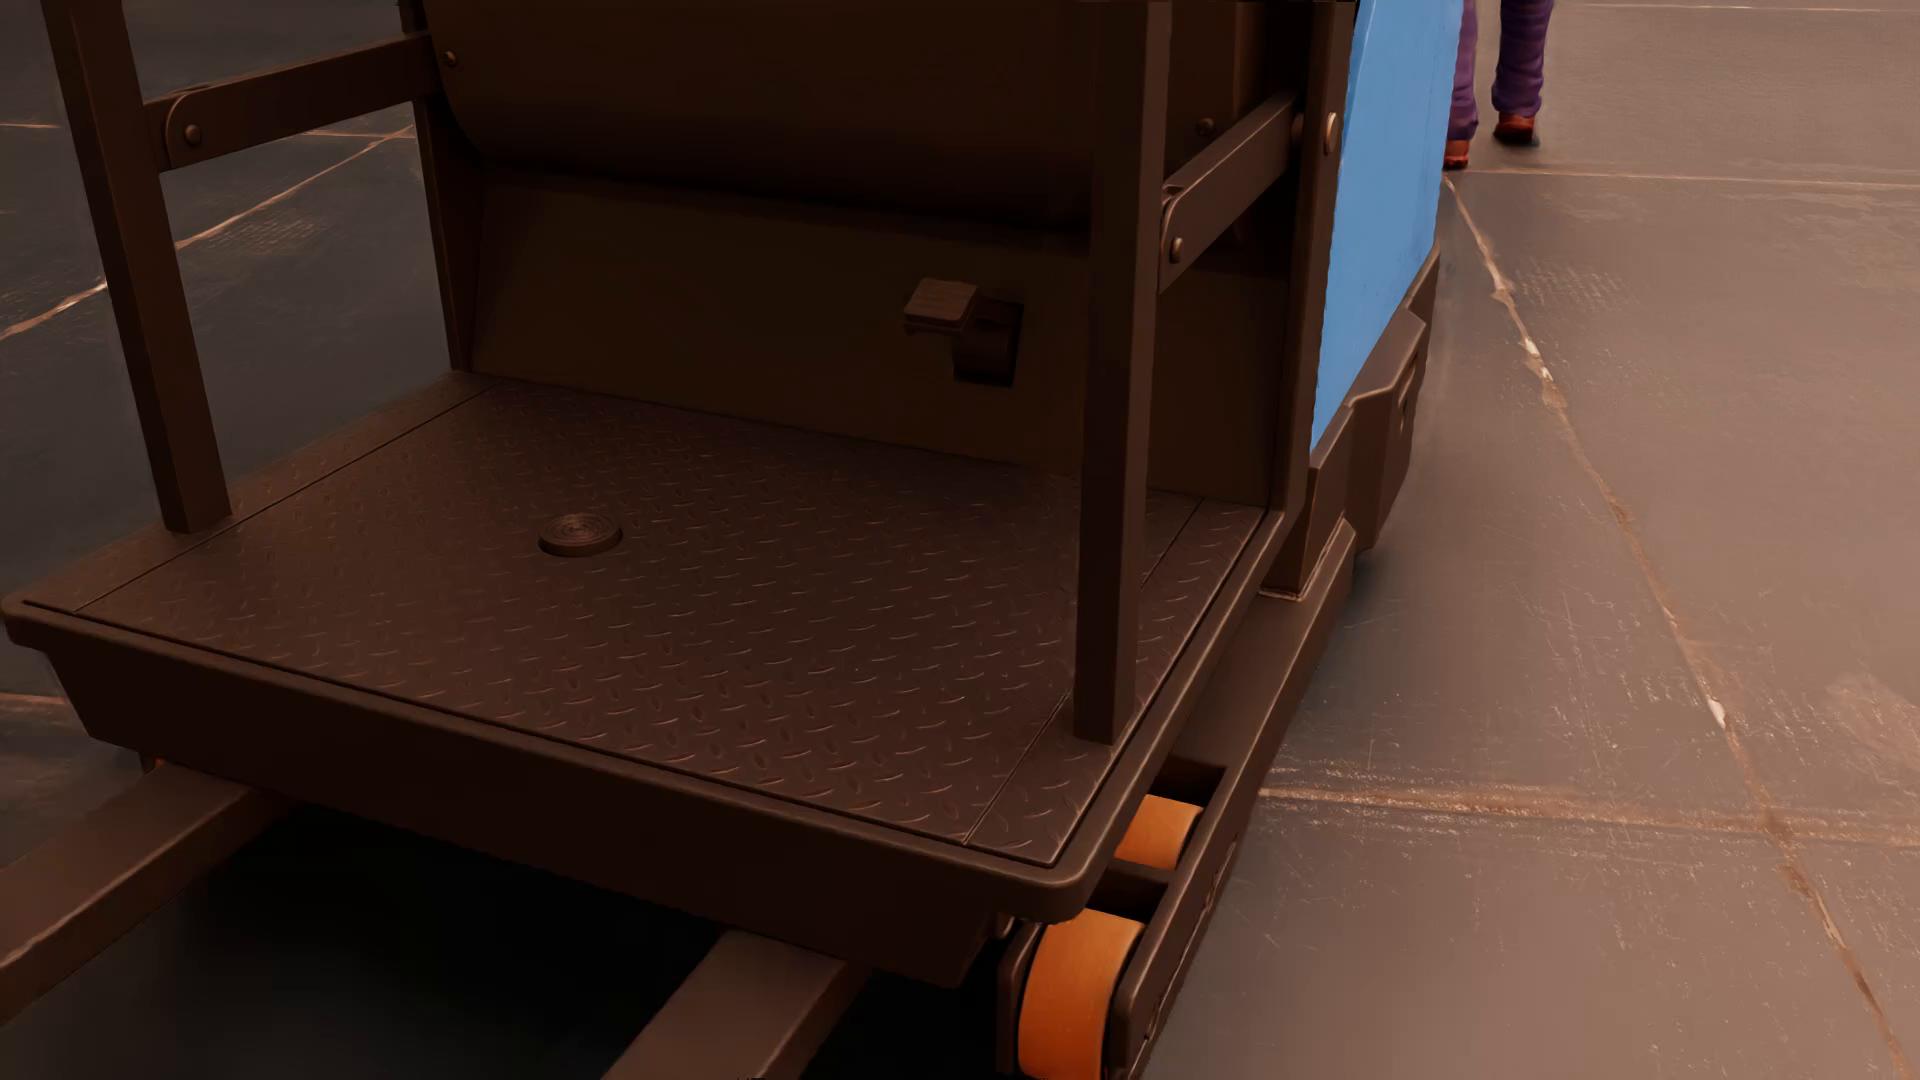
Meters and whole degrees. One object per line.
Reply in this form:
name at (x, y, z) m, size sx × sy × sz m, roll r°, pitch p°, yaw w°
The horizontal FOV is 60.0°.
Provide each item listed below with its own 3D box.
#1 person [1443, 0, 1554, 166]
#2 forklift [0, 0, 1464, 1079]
person at (1.449, -1.814, 4.388) m, size 0.907 × 1.680 × 0.554 m, roll 3°, pitch 27°, yaw 5°
forklift at (-0.233, -1.030, 1.281) m, size 1.130 × 2.935 × 3.031 m, roll 11°, pitch 28°, yaw 20°
